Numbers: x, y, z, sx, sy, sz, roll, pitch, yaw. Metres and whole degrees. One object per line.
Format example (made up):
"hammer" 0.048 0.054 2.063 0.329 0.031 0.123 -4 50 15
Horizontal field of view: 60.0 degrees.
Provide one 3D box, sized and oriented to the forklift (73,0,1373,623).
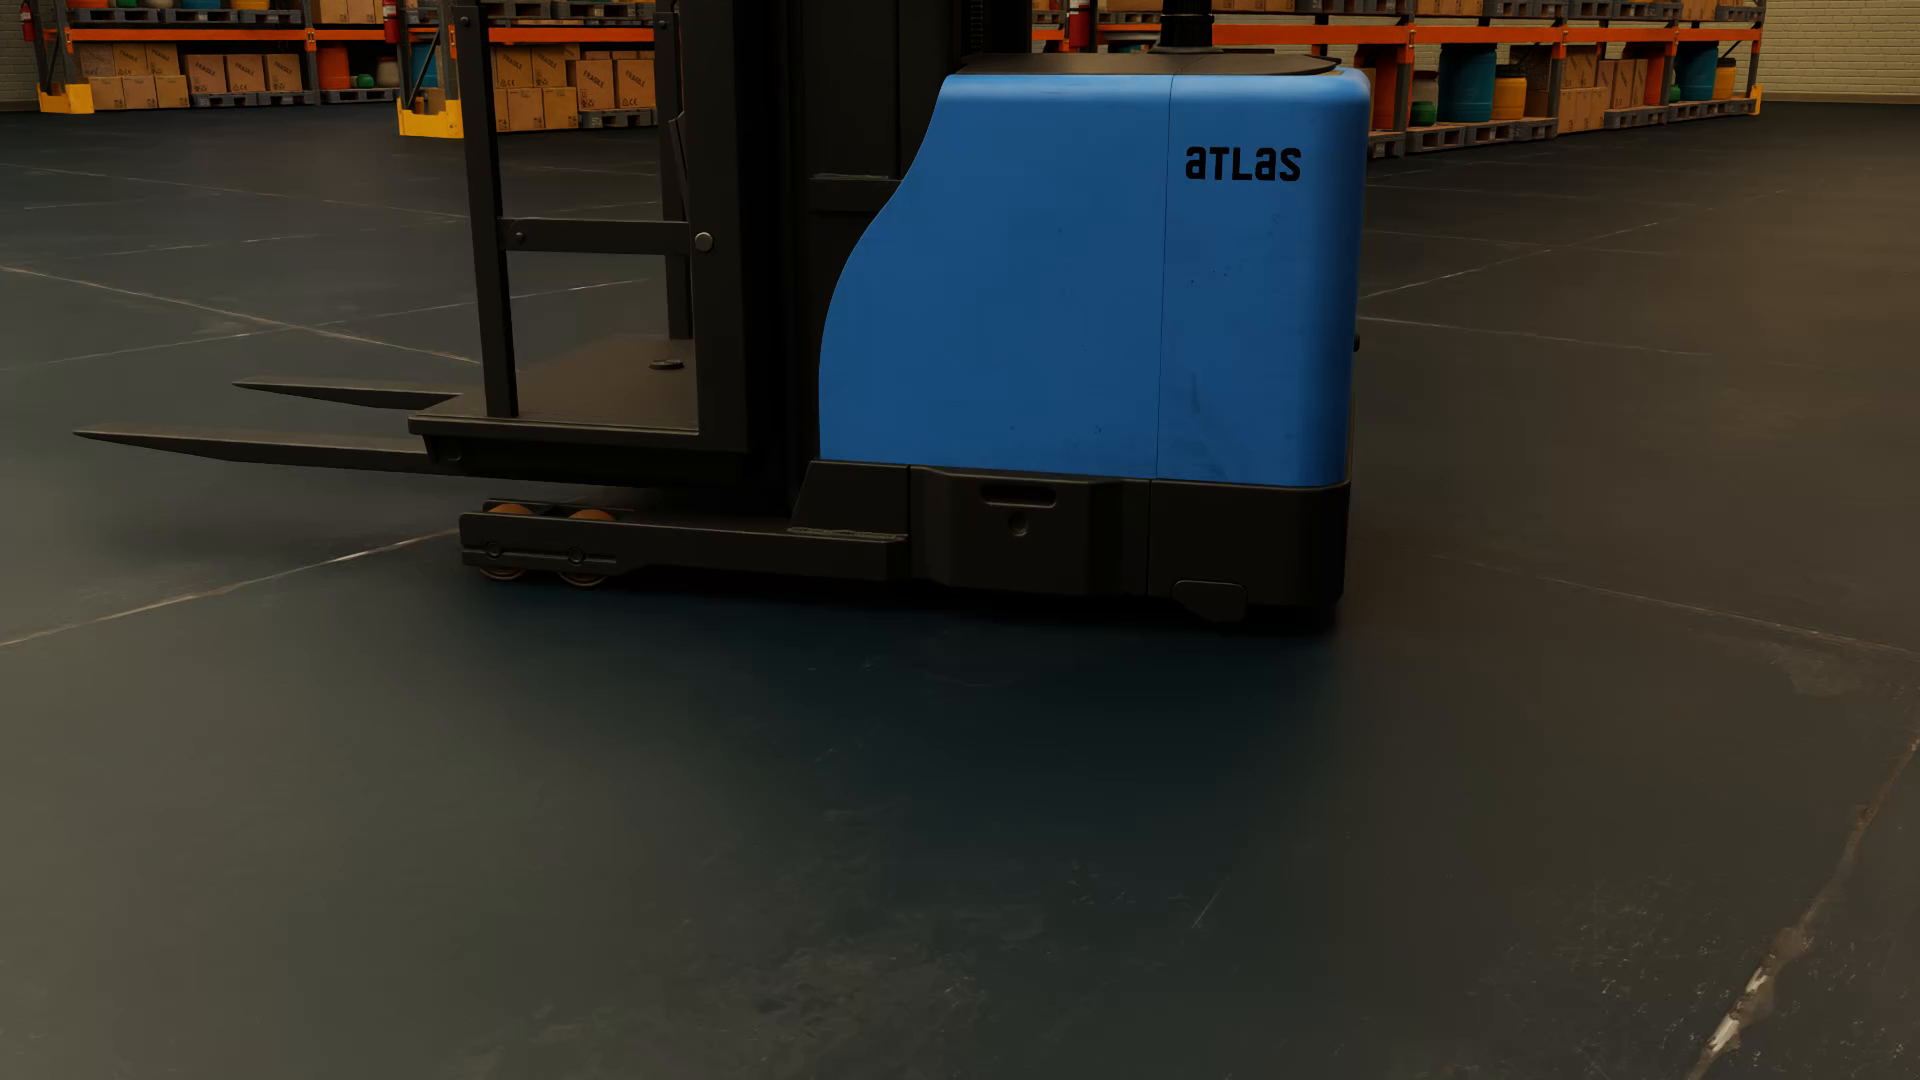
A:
"forklift" -0.610 -1.445 3.655 3.031 2.935 1.130 4 17 13
